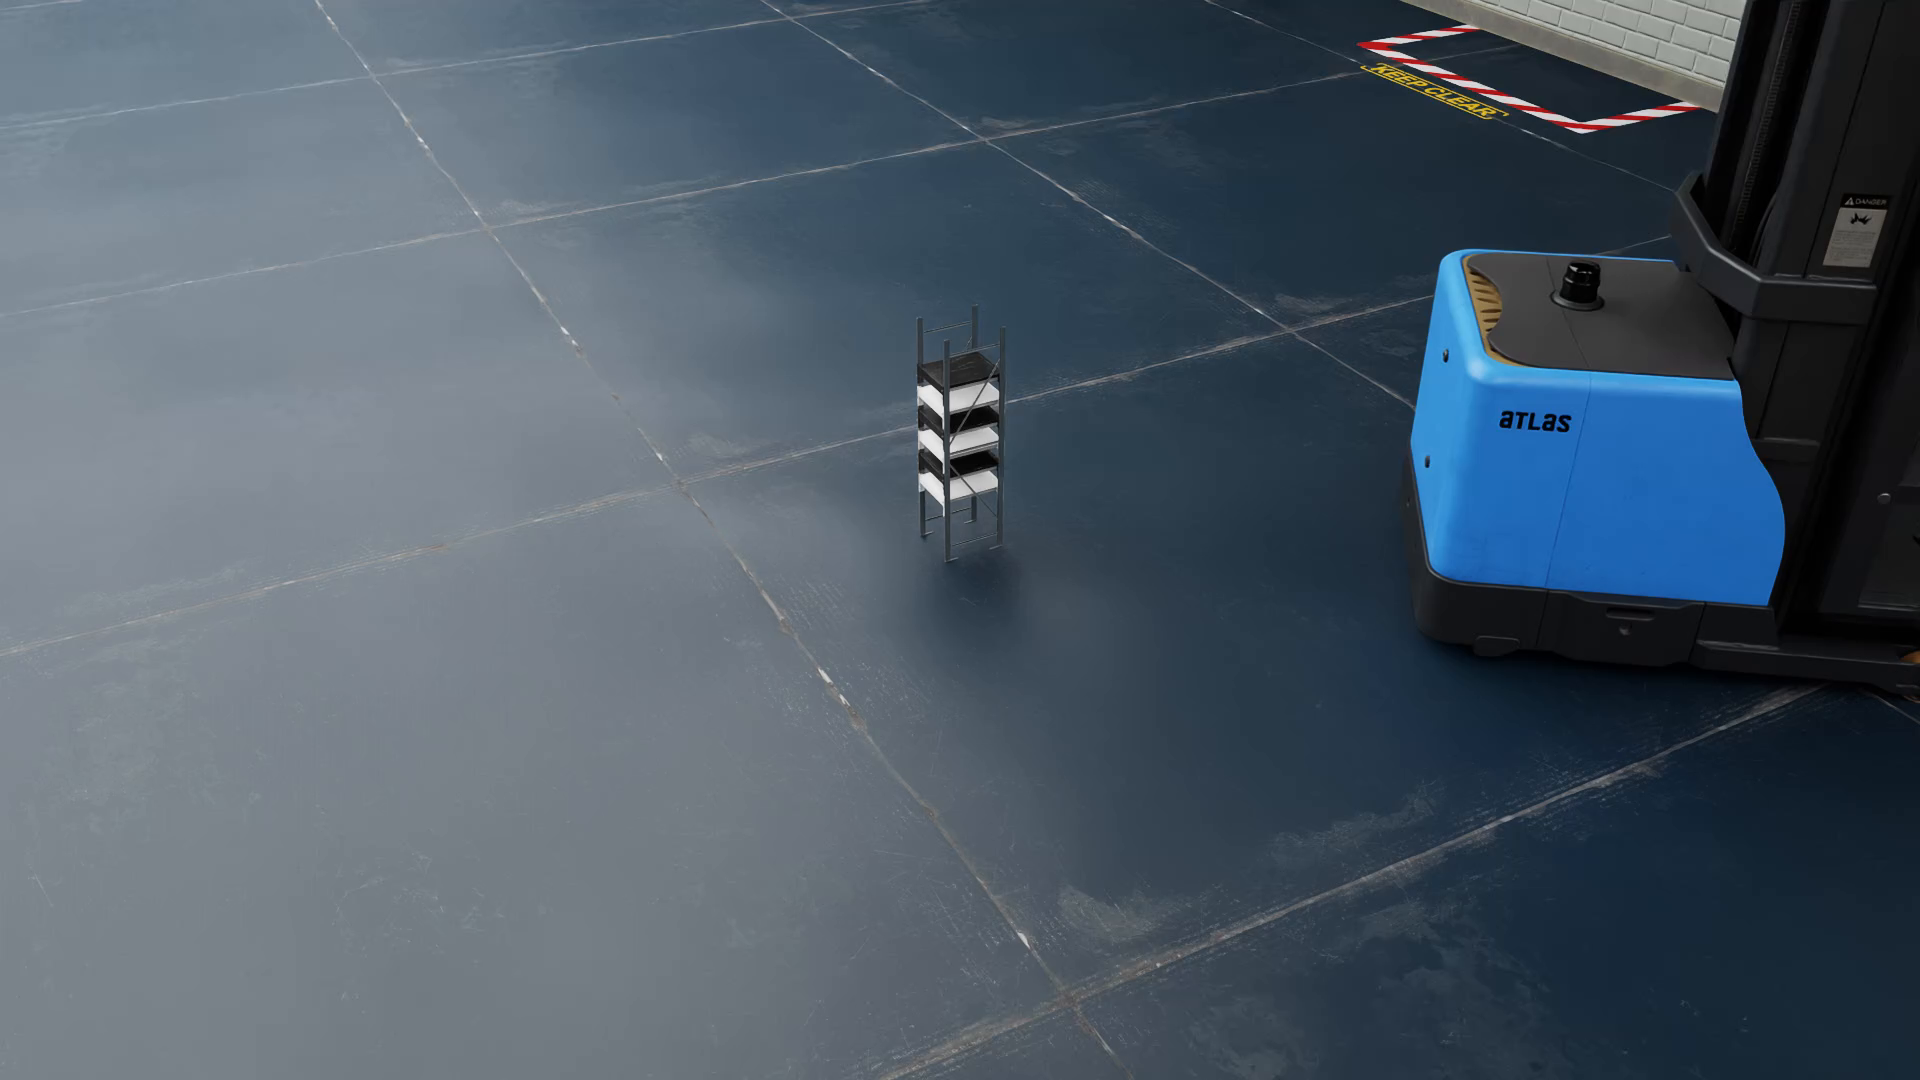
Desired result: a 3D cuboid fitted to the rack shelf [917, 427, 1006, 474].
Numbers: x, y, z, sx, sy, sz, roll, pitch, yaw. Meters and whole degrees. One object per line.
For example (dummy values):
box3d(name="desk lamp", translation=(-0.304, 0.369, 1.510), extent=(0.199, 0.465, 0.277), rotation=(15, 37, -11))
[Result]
box3d(name="rack shelf", translation=(0.004, -0.347, 6.019), extent=(0.258, 0.077, 0.200), rotation=(-16, 36, -23))

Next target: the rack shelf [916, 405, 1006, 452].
box3d(name="rack shelf", translation=(0.004, -0.423, 5.971), extent=(0.258, 0.077, 0.200), rotation=(-16, 36, -23))

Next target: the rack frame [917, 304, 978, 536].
box3d(name="rack frame", translation=(-0.044, -0.424, 6.077), extent=(0.240, 0.900, 0.006), rotation=(-16, 36, -23))

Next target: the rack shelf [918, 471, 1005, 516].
box3d(name="rack shelf", translation=(0.004, -0.195, 6.116), extent=(0.258, 0.077, 0.200), rotation=(-16, 36, -23))

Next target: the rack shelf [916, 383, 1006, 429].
box3d(name="rack shelf", translation=(0.004, -0.499, 5.922), extent=(0.258, 0.077, 0.200), rotation=(-16, 36, -23))

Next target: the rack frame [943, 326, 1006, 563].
box3d(name="rack frame", translation=(0.051, -0.327, 5.925), extent=(0.240, 0.900, 0.006), rotation=(-16, 36, -23))

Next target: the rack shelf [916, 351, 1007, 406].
box3d(name="rack shelf", translation=(0.004, -0.574, 5.874), extent=(0.258, 0.077, 0.200), rotation=(-16, 36, -23))

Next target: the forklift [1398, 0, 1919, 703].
box3d(name="forklift", translation=(3.116, -0.996, 5.088), extent=(3.031, 2.935, 1.130), rotation=(5, 33, 7))

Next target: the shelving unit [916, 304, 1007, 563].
box3d(name="shelving unit", translation=(0.004, -0.375, 6.001), extent=(0.258, 0.900, 0.210), rotation=(-16, 36, -23))

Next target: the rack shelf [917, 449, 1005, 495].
box3d(name="rack shelf", translation=(0.004, -0.271, 6.068), extent=(0.258, 0.077, 0.200), rotation=(-16, 36, -23))
